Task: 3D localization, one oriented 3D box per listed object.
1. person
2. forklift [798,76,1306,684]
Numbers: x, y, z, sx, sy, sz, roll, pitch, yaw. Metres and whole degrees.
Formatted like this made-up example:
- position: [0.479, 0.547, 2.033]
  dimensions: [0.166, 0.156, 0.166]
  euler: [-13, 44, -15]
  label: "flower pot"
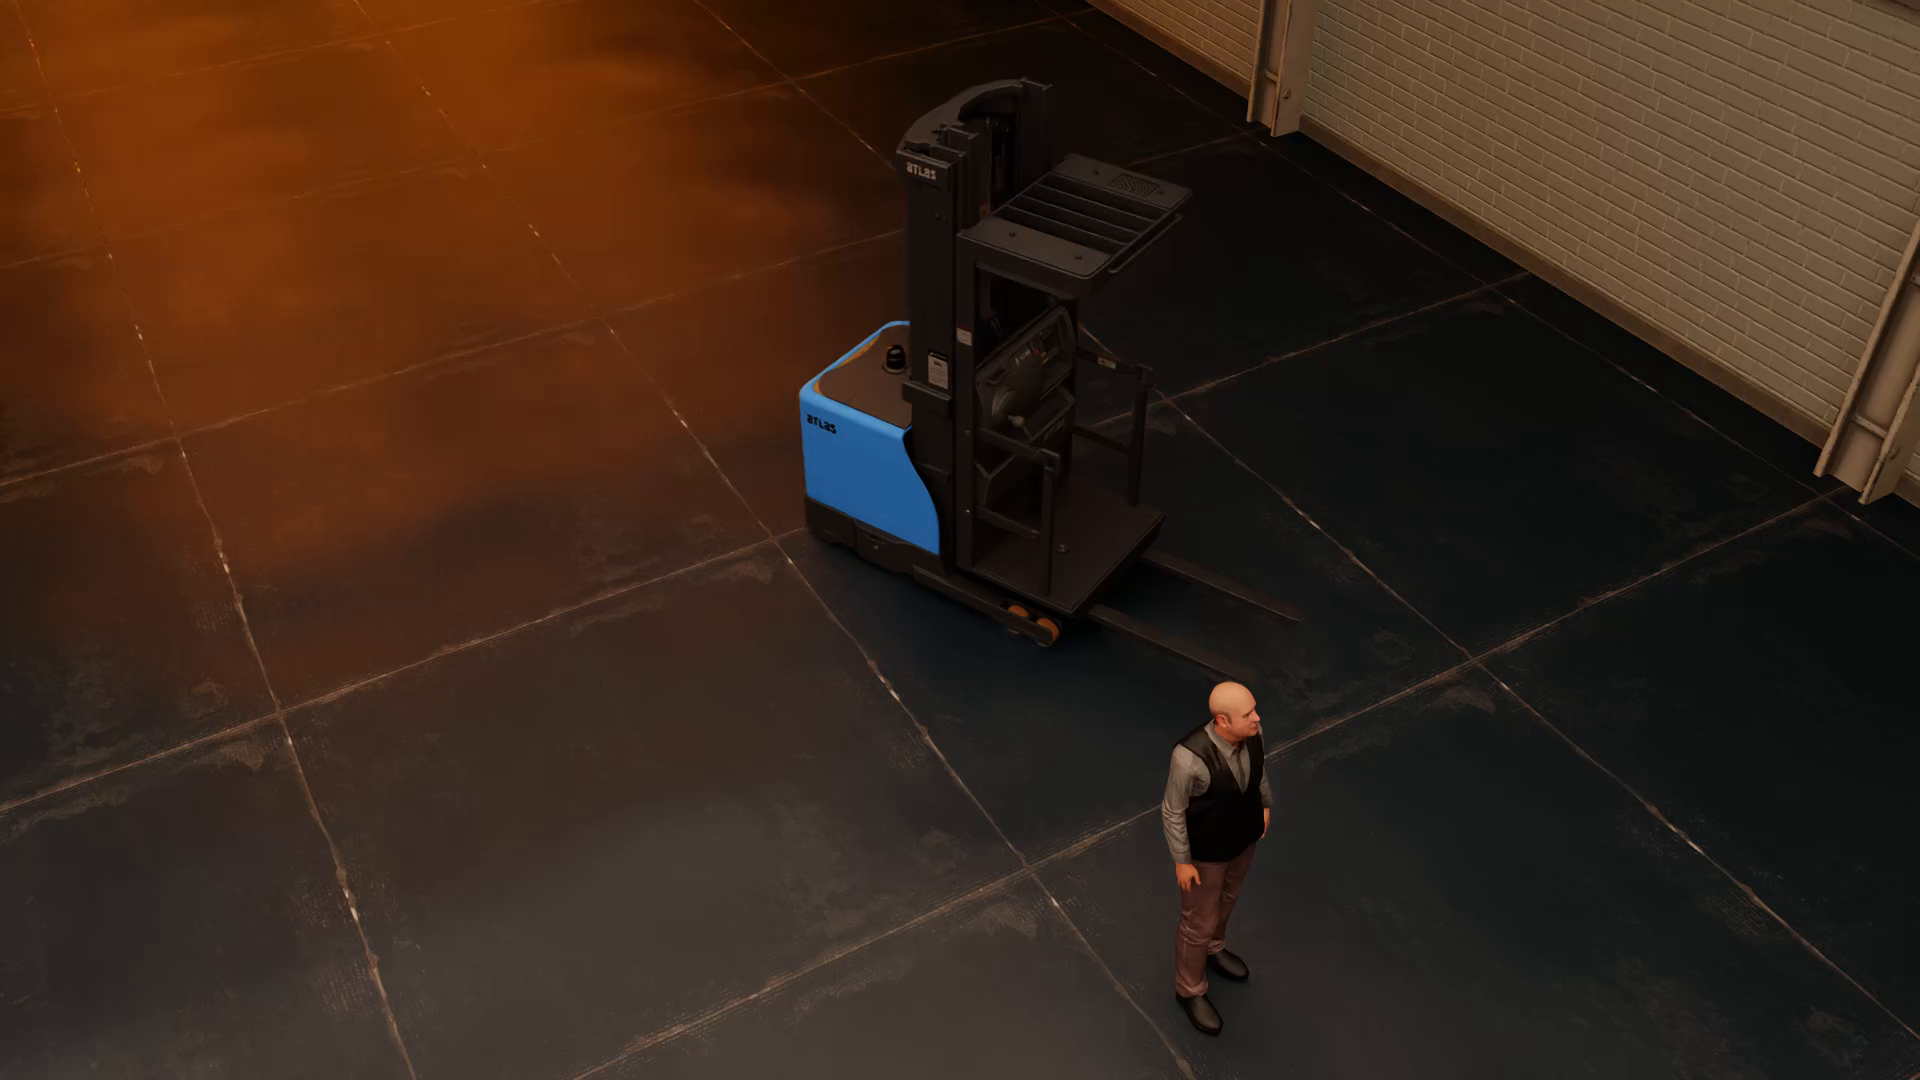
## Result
- position: [1.188, 1.353, 7.341]
  dimensions: [0.631, 1.720, 0.568]
  euler: [-30, 48, -31]
  label: "person"
- position: [0.539, -0.901, 9.123]
  dimensions: [3.031, 2.935, 1.130]
  euler: [24, 45, 26]
  label: "forklift"
